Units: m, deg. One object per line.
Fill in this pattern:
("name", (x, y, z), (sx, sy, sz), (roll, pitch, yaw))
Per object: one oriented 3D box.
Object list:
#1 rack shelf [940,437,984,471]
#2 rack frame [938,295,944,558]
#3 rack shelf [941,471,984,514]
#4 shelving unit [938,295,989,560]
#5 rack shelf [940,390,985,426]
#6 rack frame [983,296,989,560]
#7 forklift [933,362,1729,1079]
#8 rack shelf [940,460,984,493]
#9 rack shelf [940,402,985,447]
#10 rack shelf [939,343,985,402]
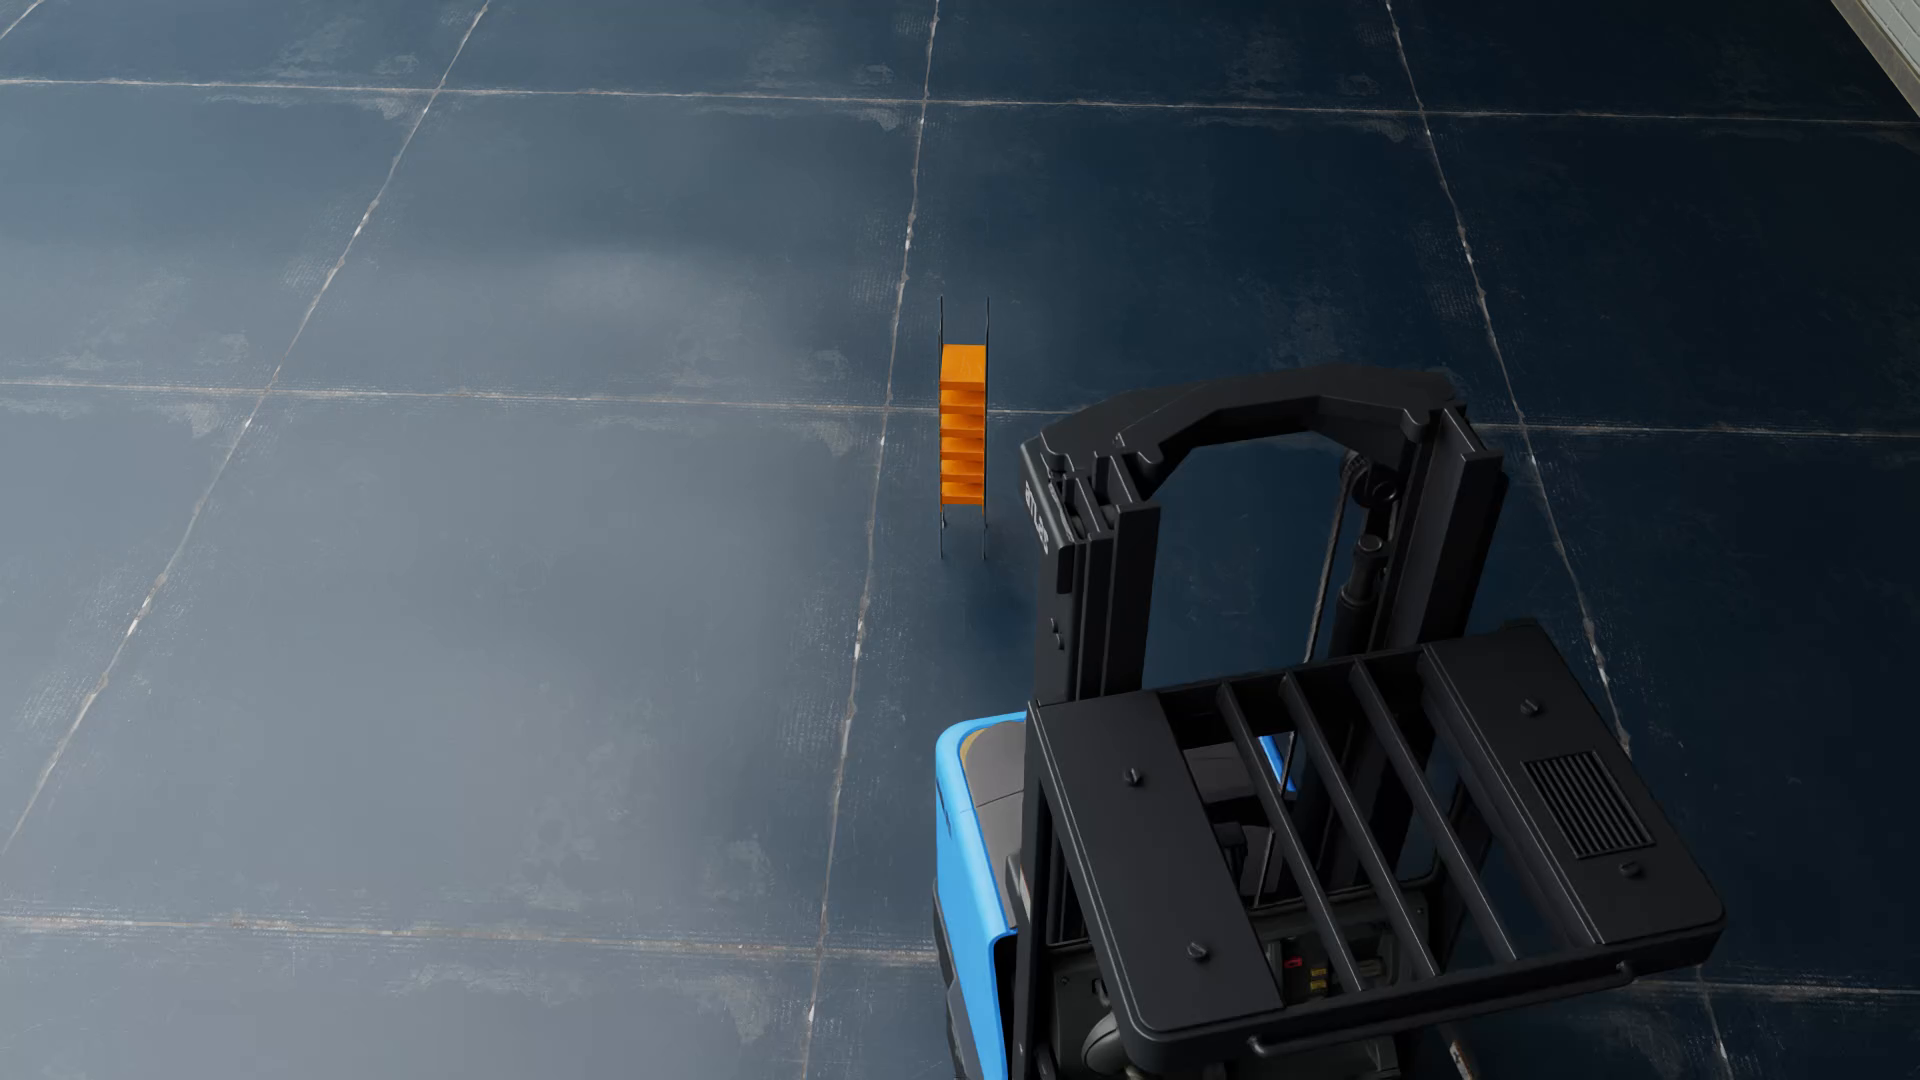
("rack shelf", (0.014, -0.406, 6.871), (0.180, 0.103, 0.258), (2, 43, 2))
("rack frame", (-0.077, -0.441, 6.844), (0.006, 1.200, 0.240), (2, 43, 2))
("rack shelf", (0.014, -0.230, 7.034), (0.180, 0.103, 0.258), (2, 43, 2))
("shelving unit", (0.014, -0.439, 6.841), (0.189, 1.200, 0.258), (2, 43, 2))
("rack shelf", (0.014, -0.582, 6.707), (0.180, 0.103, 0.258), (2, 43, 2))
("rack frame", (0.106, -0.436, 6.838), (0.006, 1.200, 0.240), (2, 43, 2))
("forklift", (0.725, 1.190, 3.823), (1.130, 2.935, 3.031), (-8, 44, -9))
("rack shelf", (0.014, -0.318, 6.953), (0.180, 0.103, 0.258), (2, 43, 2))
("rack shelf", (0.014, -0.494, 6.789), (0.180, 0.103, 0.258), (2, 43, 2))
("rack shelf", (0.014, -0.669, 6.625), (0.180, 0.103, 0.258), (2, 43, 2))
